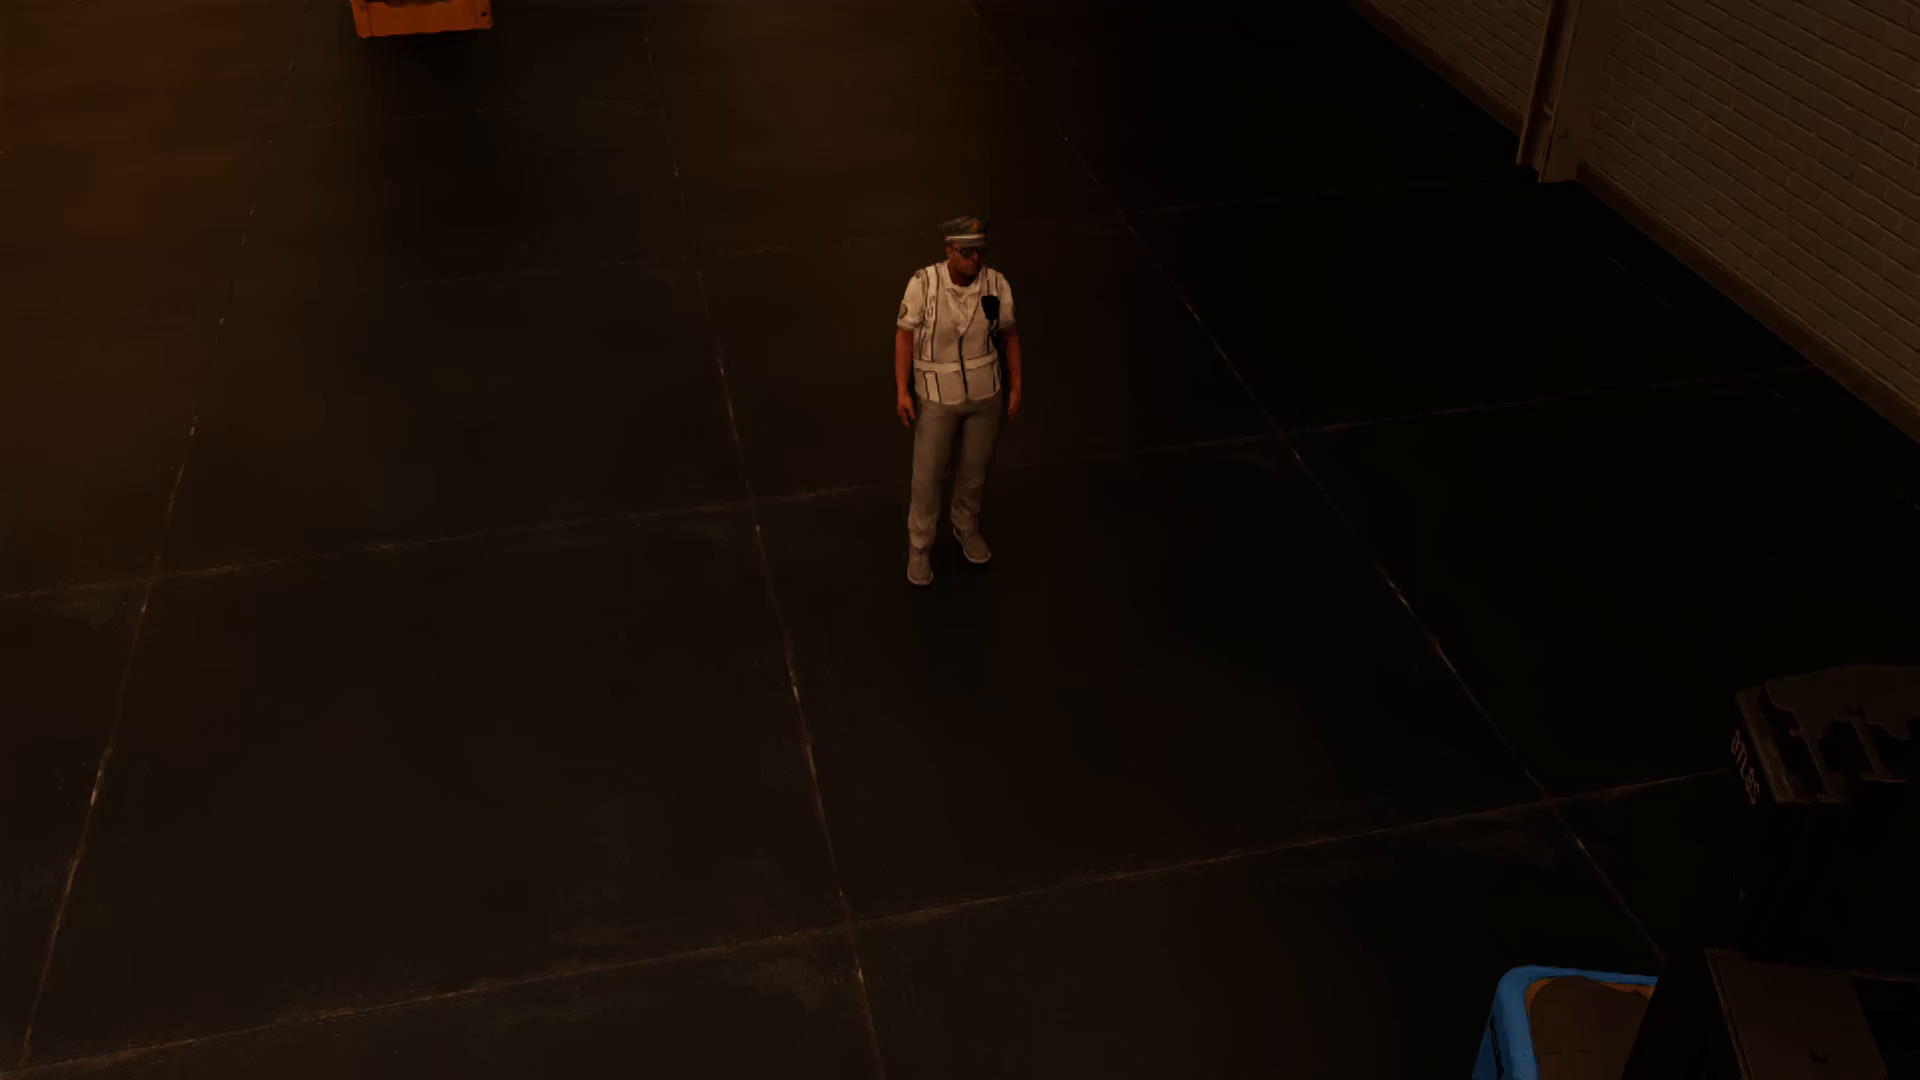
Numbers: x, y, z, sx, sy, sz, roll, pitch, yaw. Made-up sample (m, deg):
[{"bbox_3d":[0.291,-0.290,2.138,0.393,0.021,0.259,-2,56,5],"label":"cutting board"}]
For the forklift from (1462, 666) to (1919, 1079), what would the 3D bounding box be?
[{"bbox_3d":[1.961,1.835,3.501,1.130,2.935,3.031,3,36,4],"label":"forklift"}]

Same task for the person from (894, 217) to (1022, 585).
[{"bbox_3d":[0.006,-0.684,7.971,0.640,1.781,0.575,-8,36,-11],"label":"person"}]
